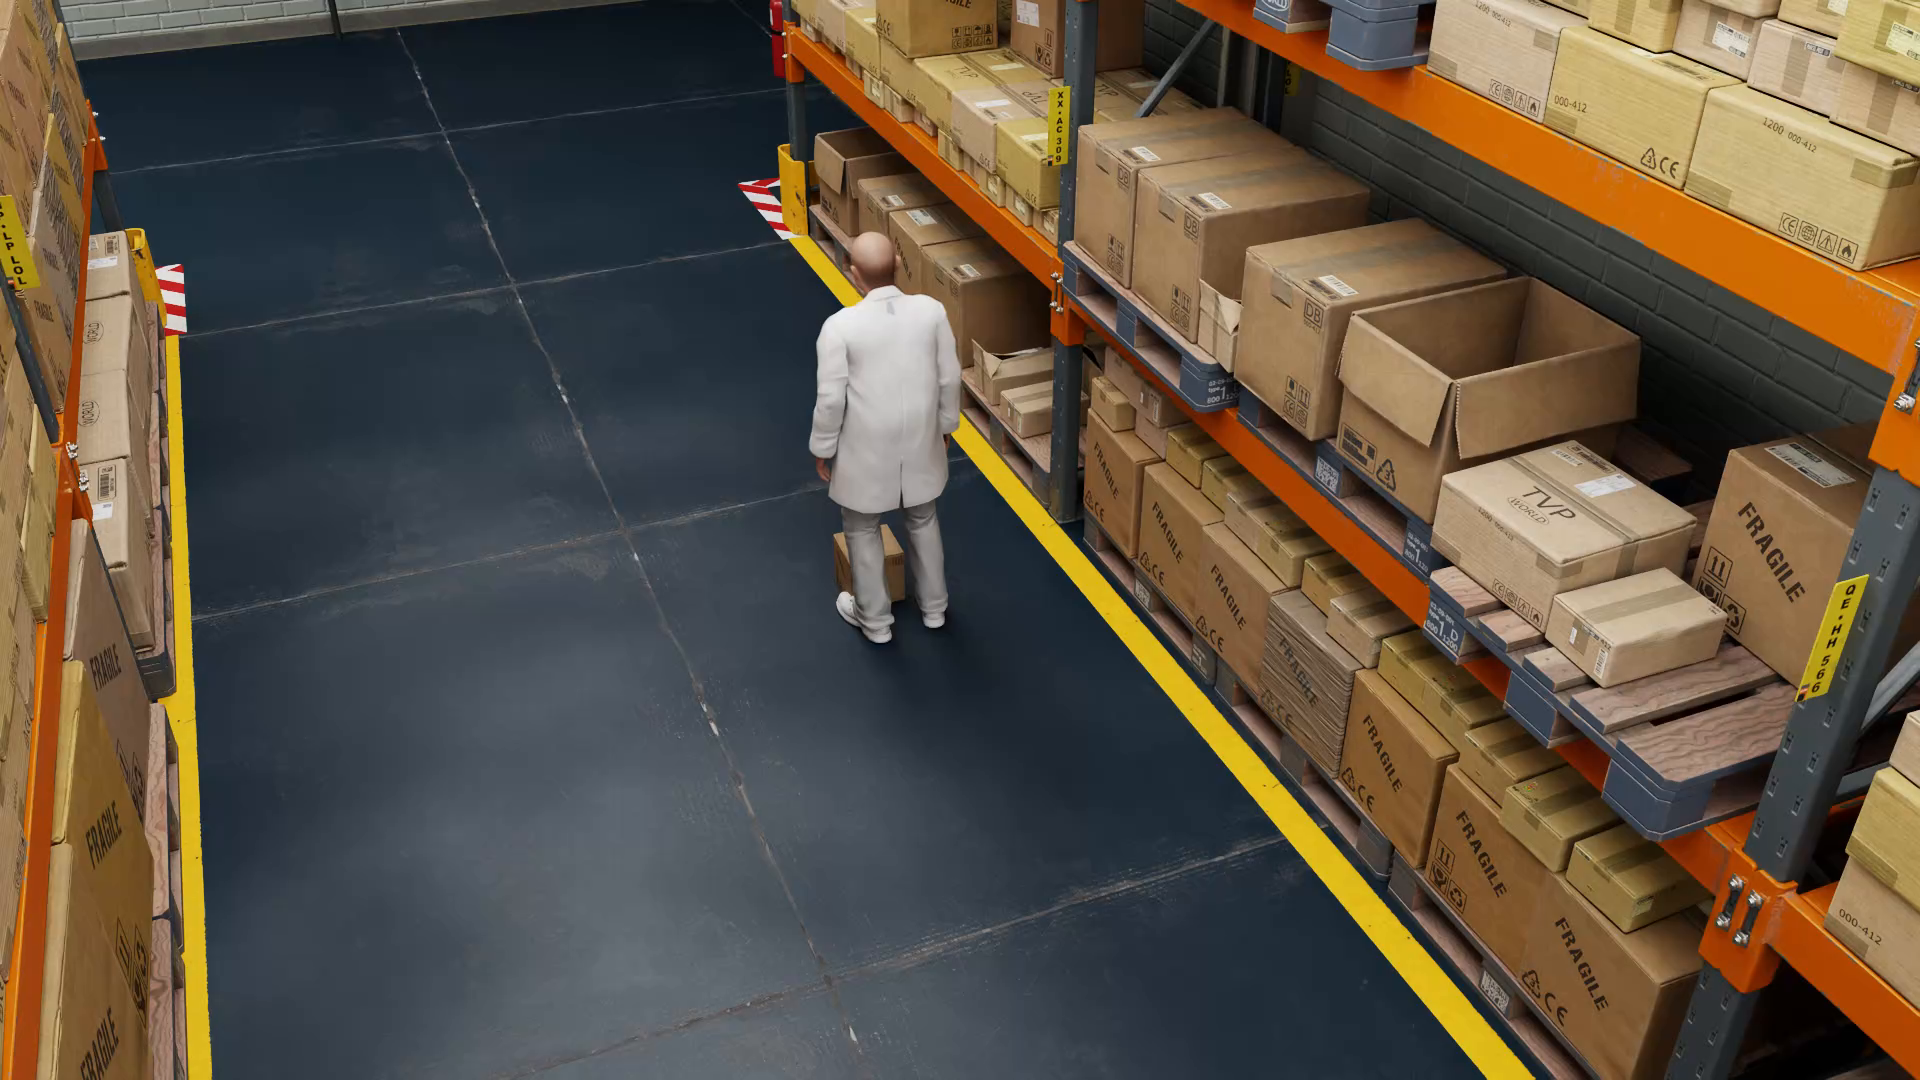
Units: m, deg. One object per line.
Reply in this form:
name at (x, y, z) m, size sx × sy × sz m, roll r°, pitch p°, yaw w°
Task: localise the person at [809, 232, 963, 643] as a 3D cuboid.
person at (-0.298, -0.400, 6.769) m, size 0.643 × 1.774 × 0.423 m, roll -13°, pitch 35°, yaw -19°
